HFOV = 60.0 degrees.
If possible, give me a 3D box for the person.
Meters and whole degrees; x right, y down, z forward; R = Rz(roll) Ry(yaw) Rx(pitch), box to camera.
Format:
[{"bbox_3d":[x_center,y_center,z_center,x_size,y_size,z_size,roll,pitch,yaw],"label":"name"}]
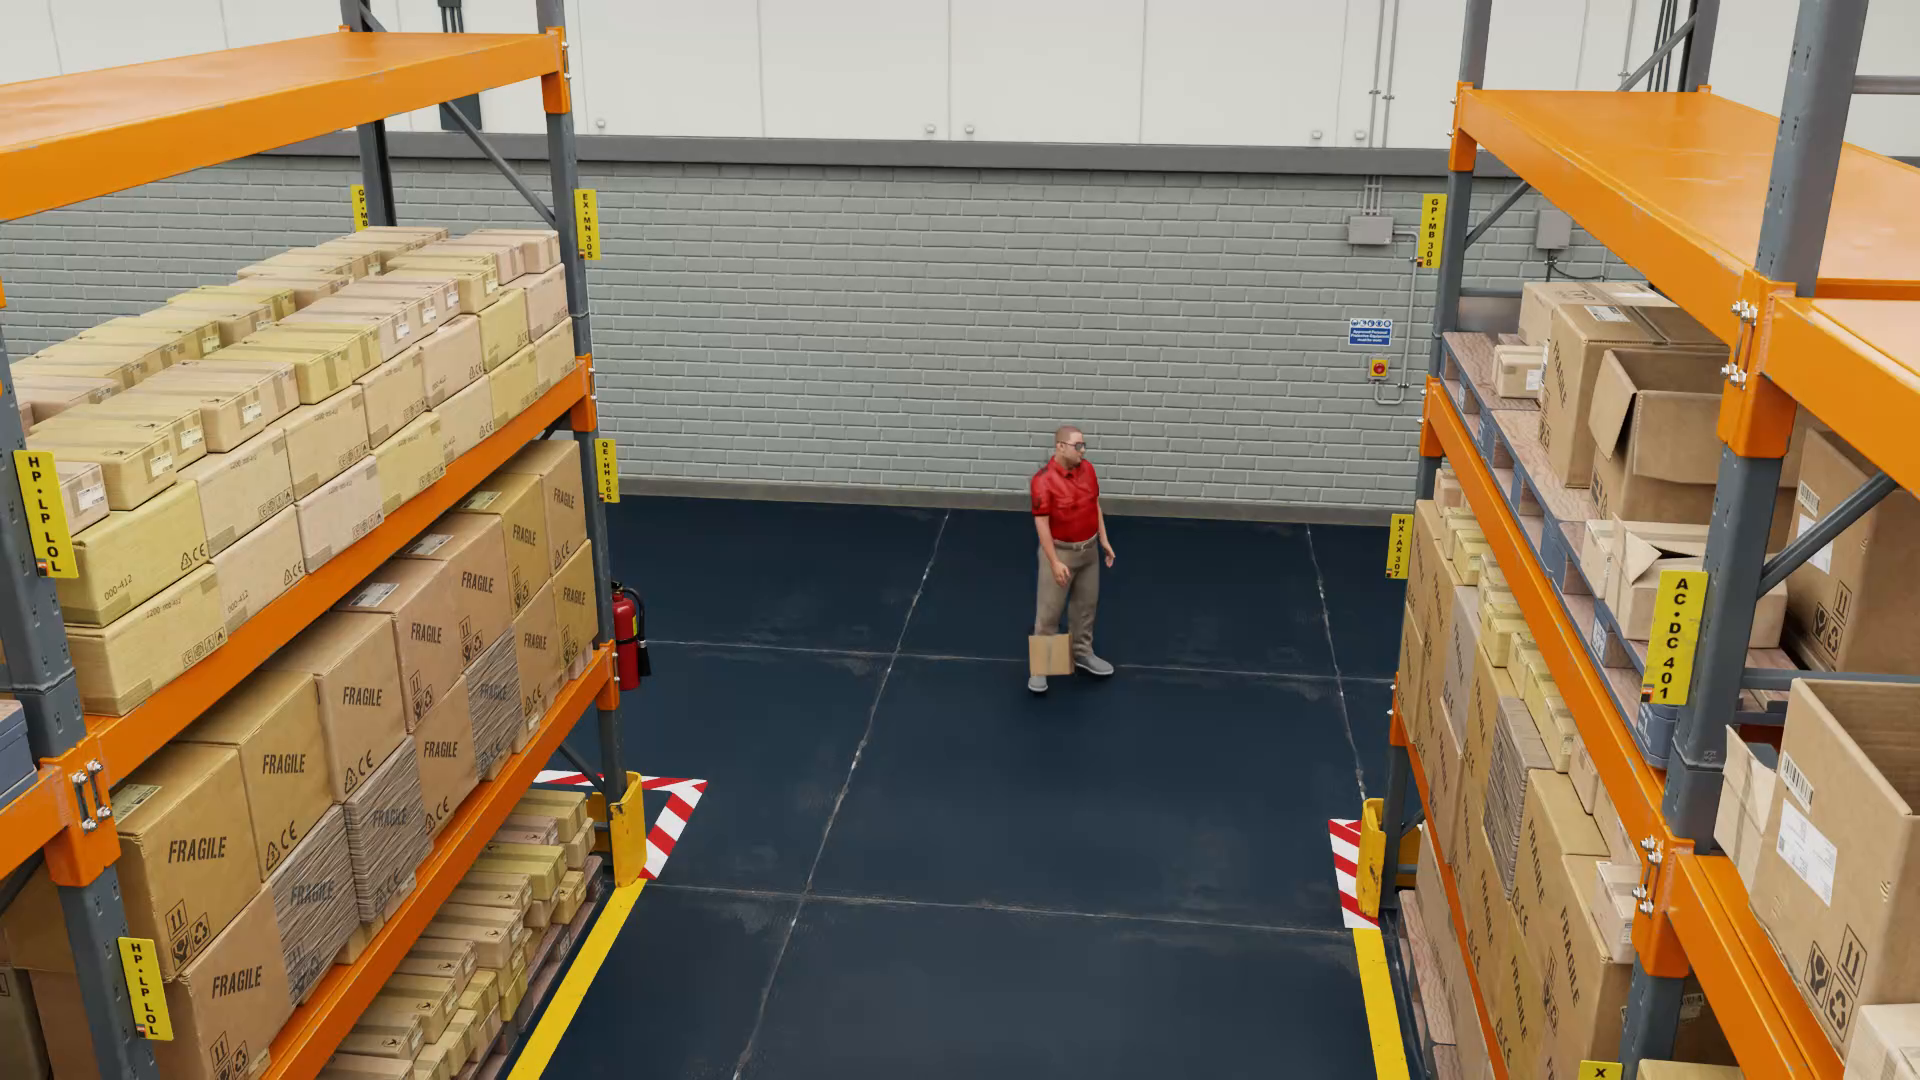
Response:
[{"bbox_3d":[0.707,0.106,10.769,0.649,1.736,0.385,-17,27,-37],"label":"person"}]
